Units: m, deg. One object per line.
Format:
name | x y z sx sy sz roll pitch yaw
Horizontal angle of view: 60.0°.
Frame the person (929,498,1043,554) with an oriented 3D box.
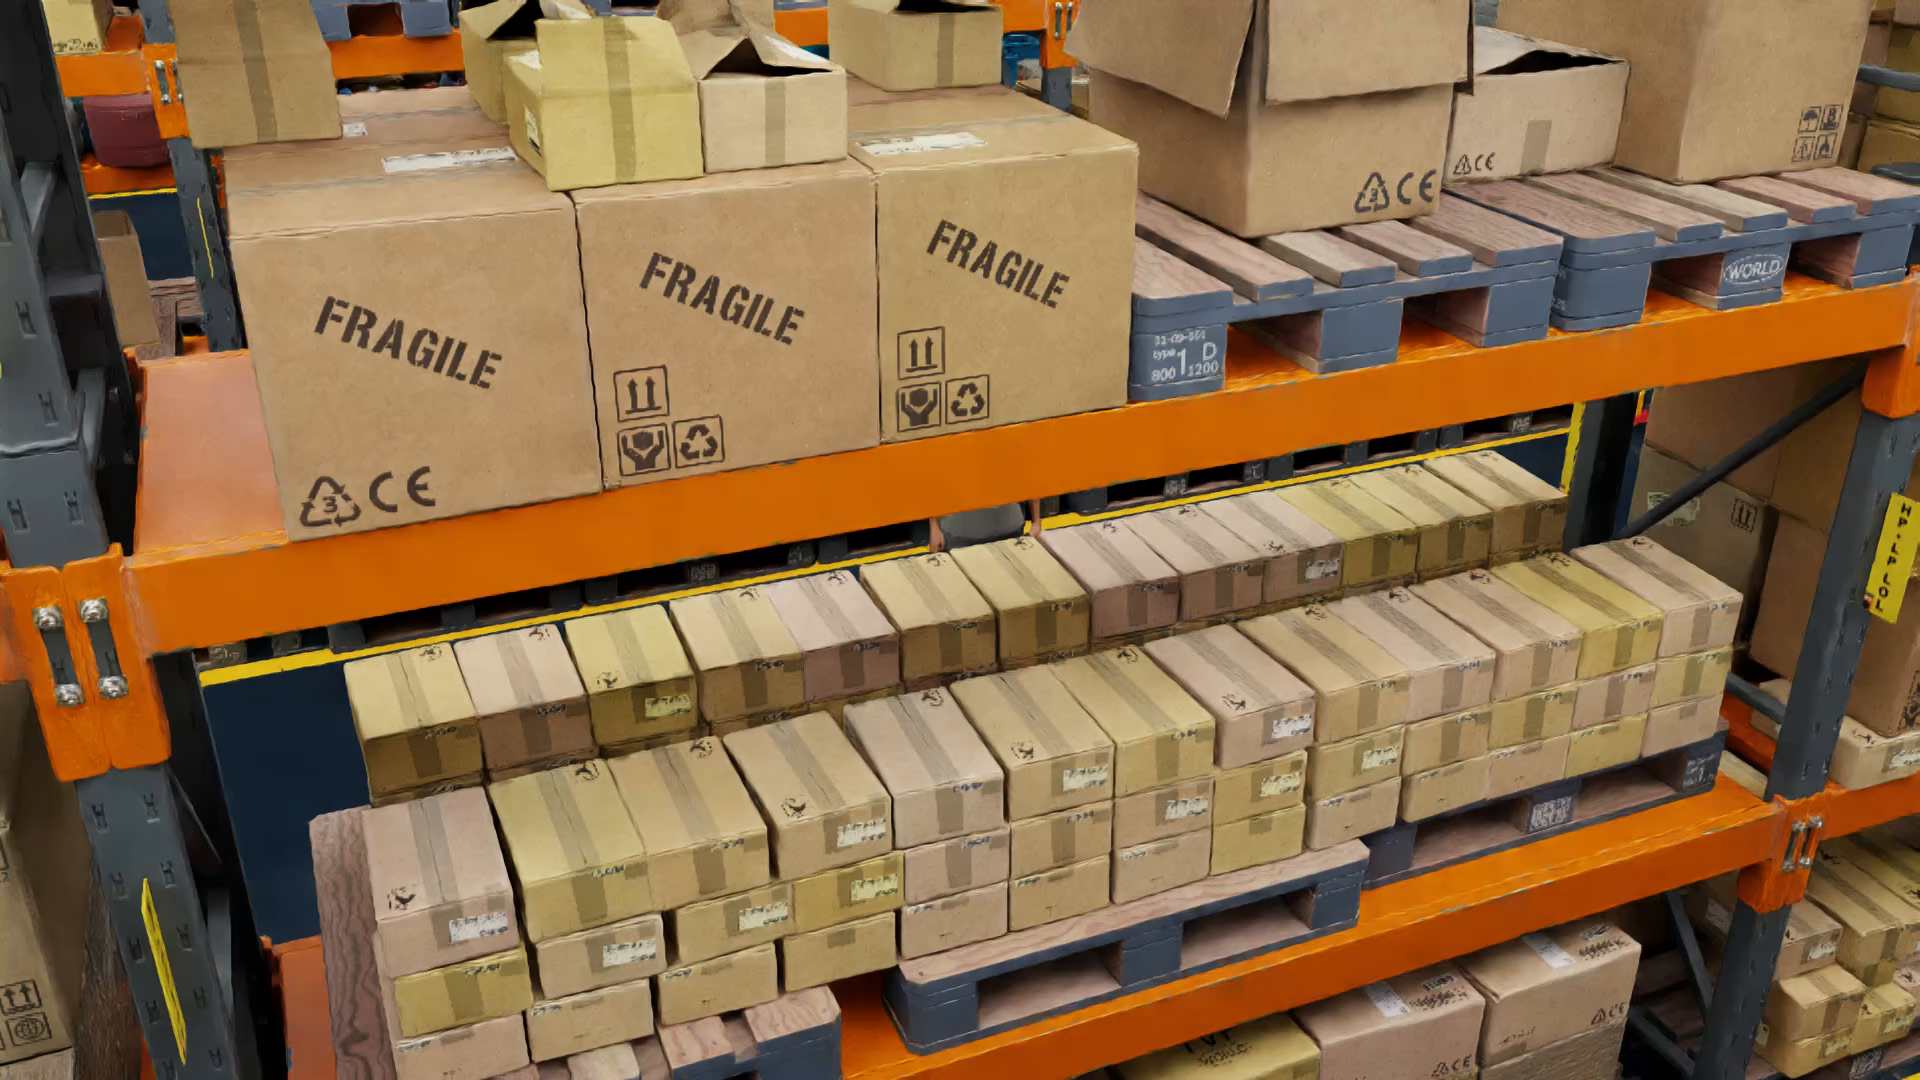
person | 0.082 -0.046 7.152 0.564 1.676 0.380 2 26 3
